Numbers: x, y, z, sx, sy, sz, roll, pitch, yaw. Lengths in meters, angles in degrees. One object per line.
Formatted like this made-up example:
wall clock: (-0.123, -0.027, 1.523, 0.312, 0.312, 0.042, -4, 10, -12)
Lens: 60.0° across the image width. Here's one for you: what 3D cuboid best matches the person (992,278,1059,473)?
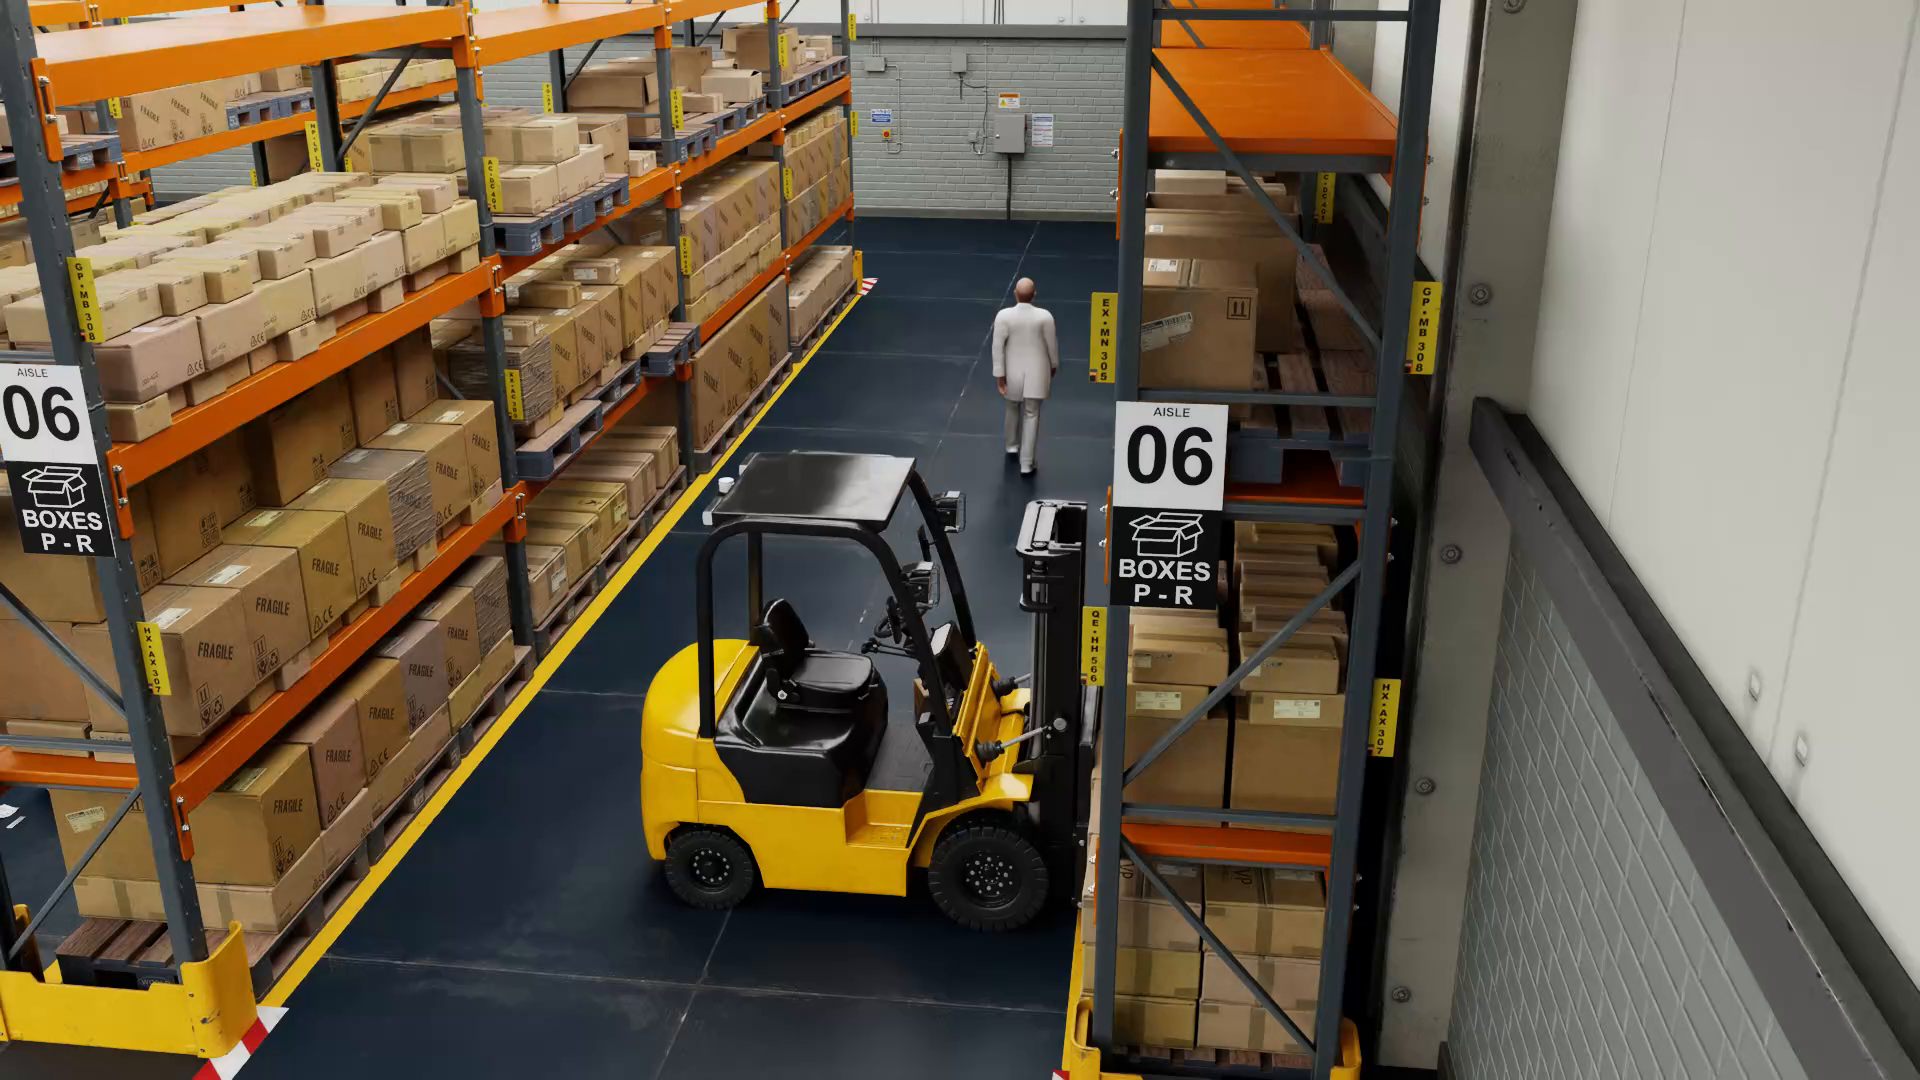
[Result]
person: (0.619, -1.555, 15.140, 0.572, 1.755, 0.894, 4, 21, 10)
